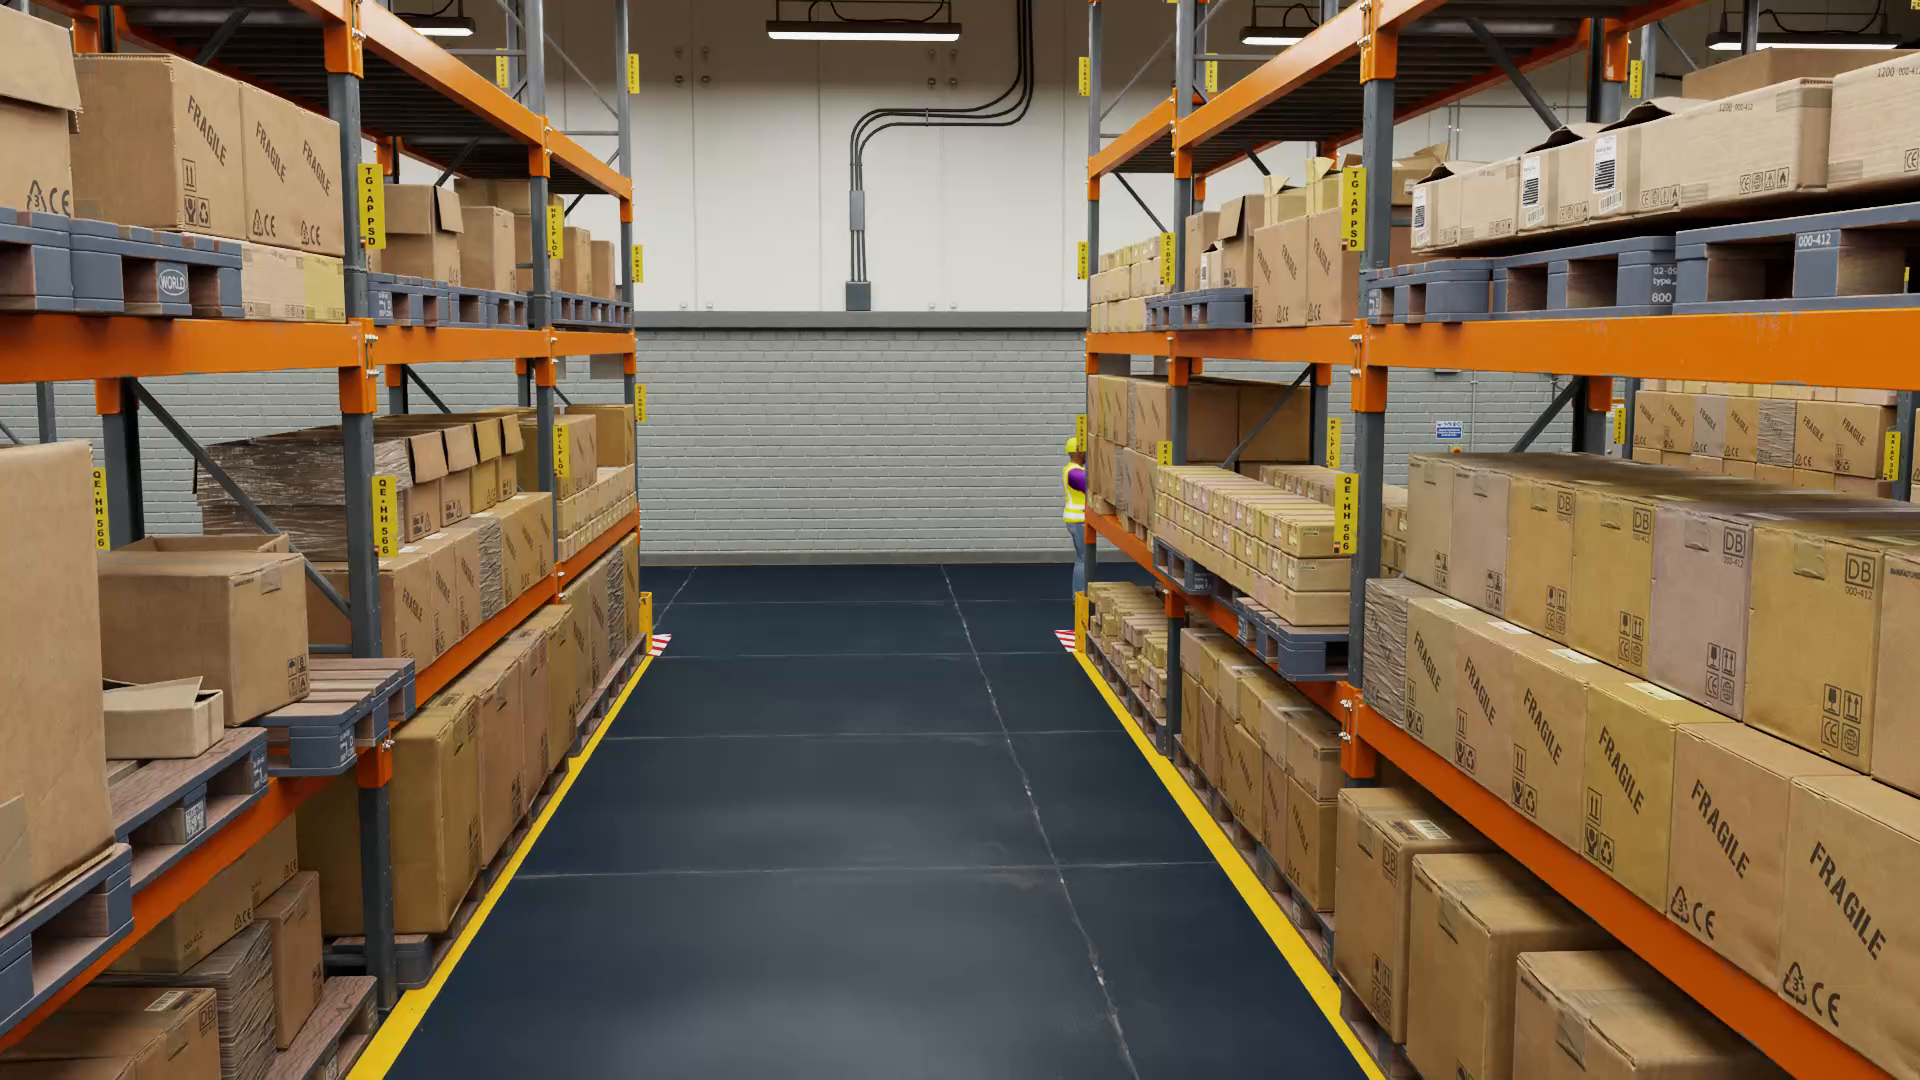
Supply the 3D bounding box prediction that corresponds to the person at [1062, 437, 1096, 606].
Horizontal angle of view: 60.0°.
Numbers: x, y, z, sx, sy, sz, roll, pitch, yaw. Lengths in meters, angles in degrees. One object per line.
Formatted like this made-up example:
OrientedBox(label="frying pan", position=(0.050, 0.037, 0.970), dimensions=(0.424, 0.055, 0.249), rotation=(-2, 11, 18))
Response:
OrientedBox(label="person", position=(1.343, -0.182, 17.180), dimensions=(0.566, 1.762, 0.504), rotation=(0, 7, -3))
